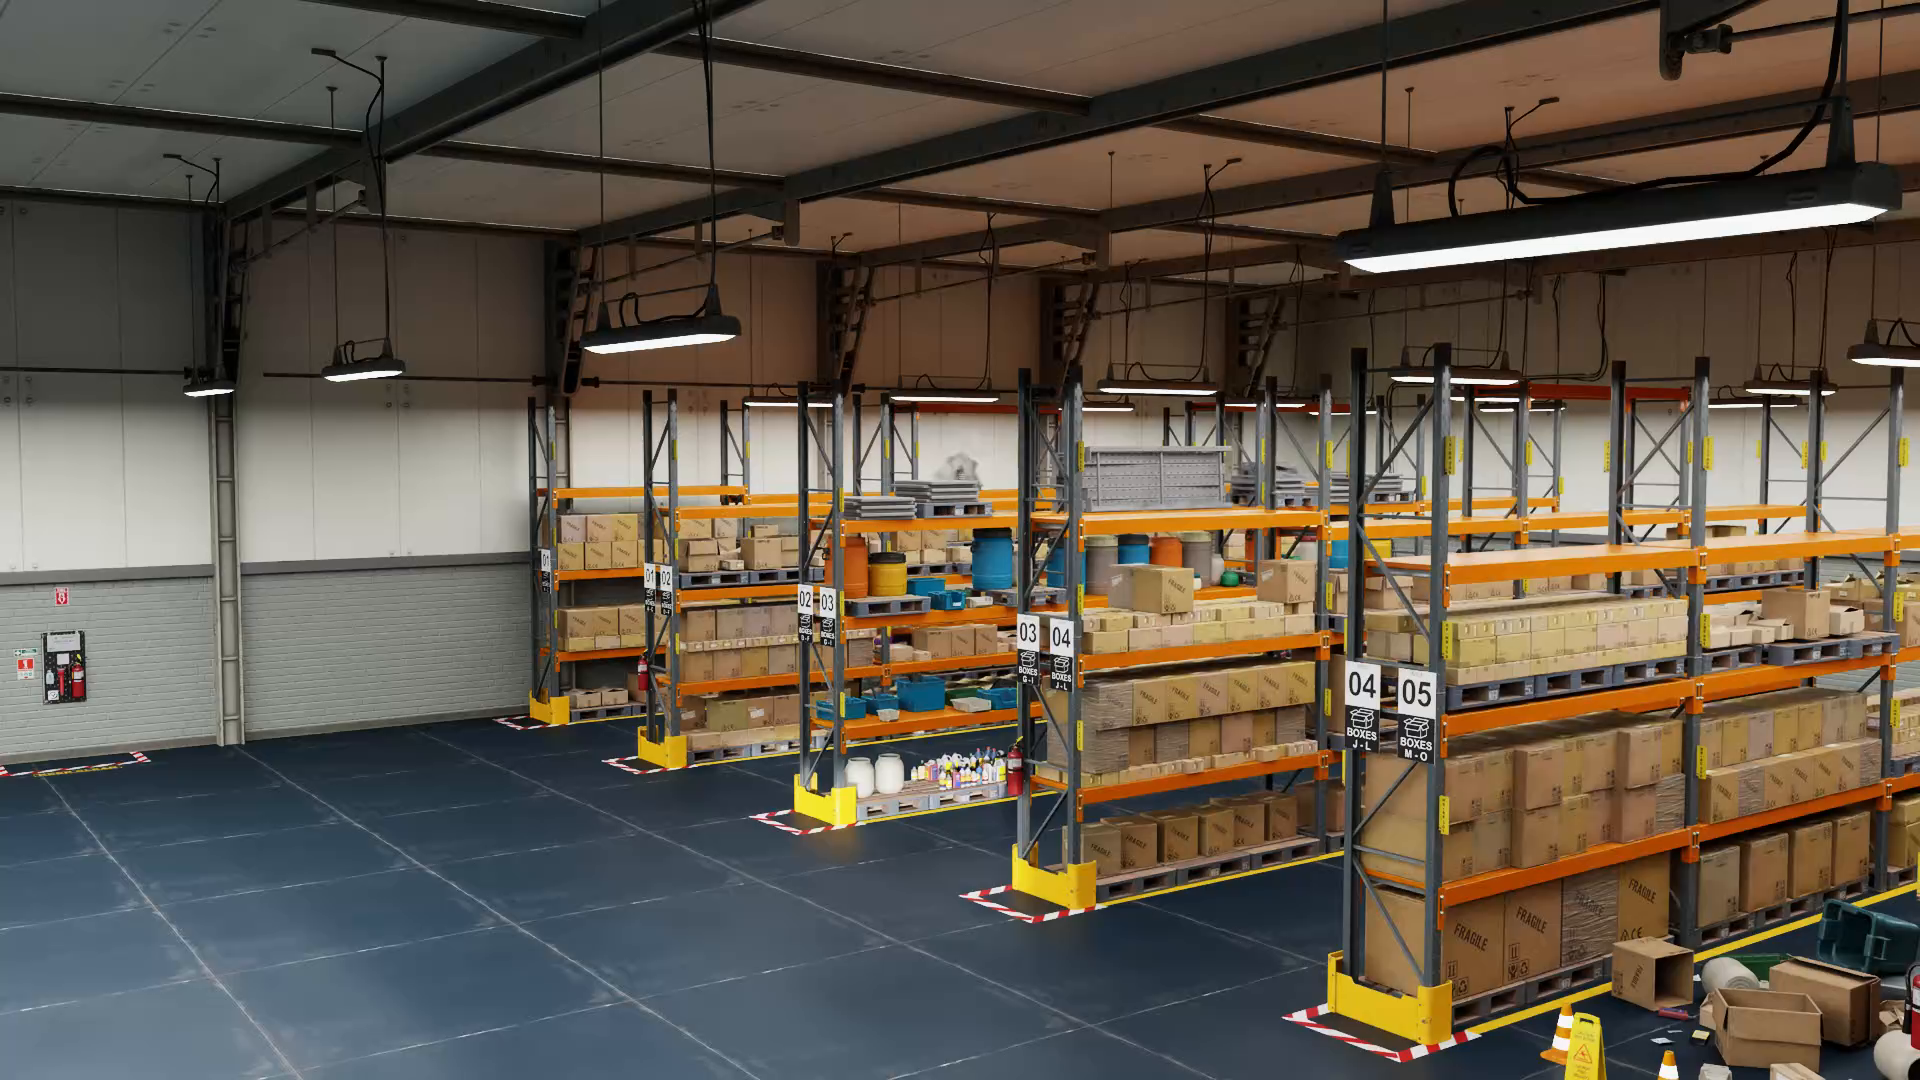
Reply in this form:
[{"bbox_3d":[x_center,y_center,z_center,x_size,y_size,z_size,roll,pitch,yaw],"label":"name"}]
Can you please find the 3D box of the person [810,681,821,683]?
[{"bbox_3d":[-2.608,2.462,31.010,0.689,1.803,0.675,-3,5,-43],"label":"person"}]
